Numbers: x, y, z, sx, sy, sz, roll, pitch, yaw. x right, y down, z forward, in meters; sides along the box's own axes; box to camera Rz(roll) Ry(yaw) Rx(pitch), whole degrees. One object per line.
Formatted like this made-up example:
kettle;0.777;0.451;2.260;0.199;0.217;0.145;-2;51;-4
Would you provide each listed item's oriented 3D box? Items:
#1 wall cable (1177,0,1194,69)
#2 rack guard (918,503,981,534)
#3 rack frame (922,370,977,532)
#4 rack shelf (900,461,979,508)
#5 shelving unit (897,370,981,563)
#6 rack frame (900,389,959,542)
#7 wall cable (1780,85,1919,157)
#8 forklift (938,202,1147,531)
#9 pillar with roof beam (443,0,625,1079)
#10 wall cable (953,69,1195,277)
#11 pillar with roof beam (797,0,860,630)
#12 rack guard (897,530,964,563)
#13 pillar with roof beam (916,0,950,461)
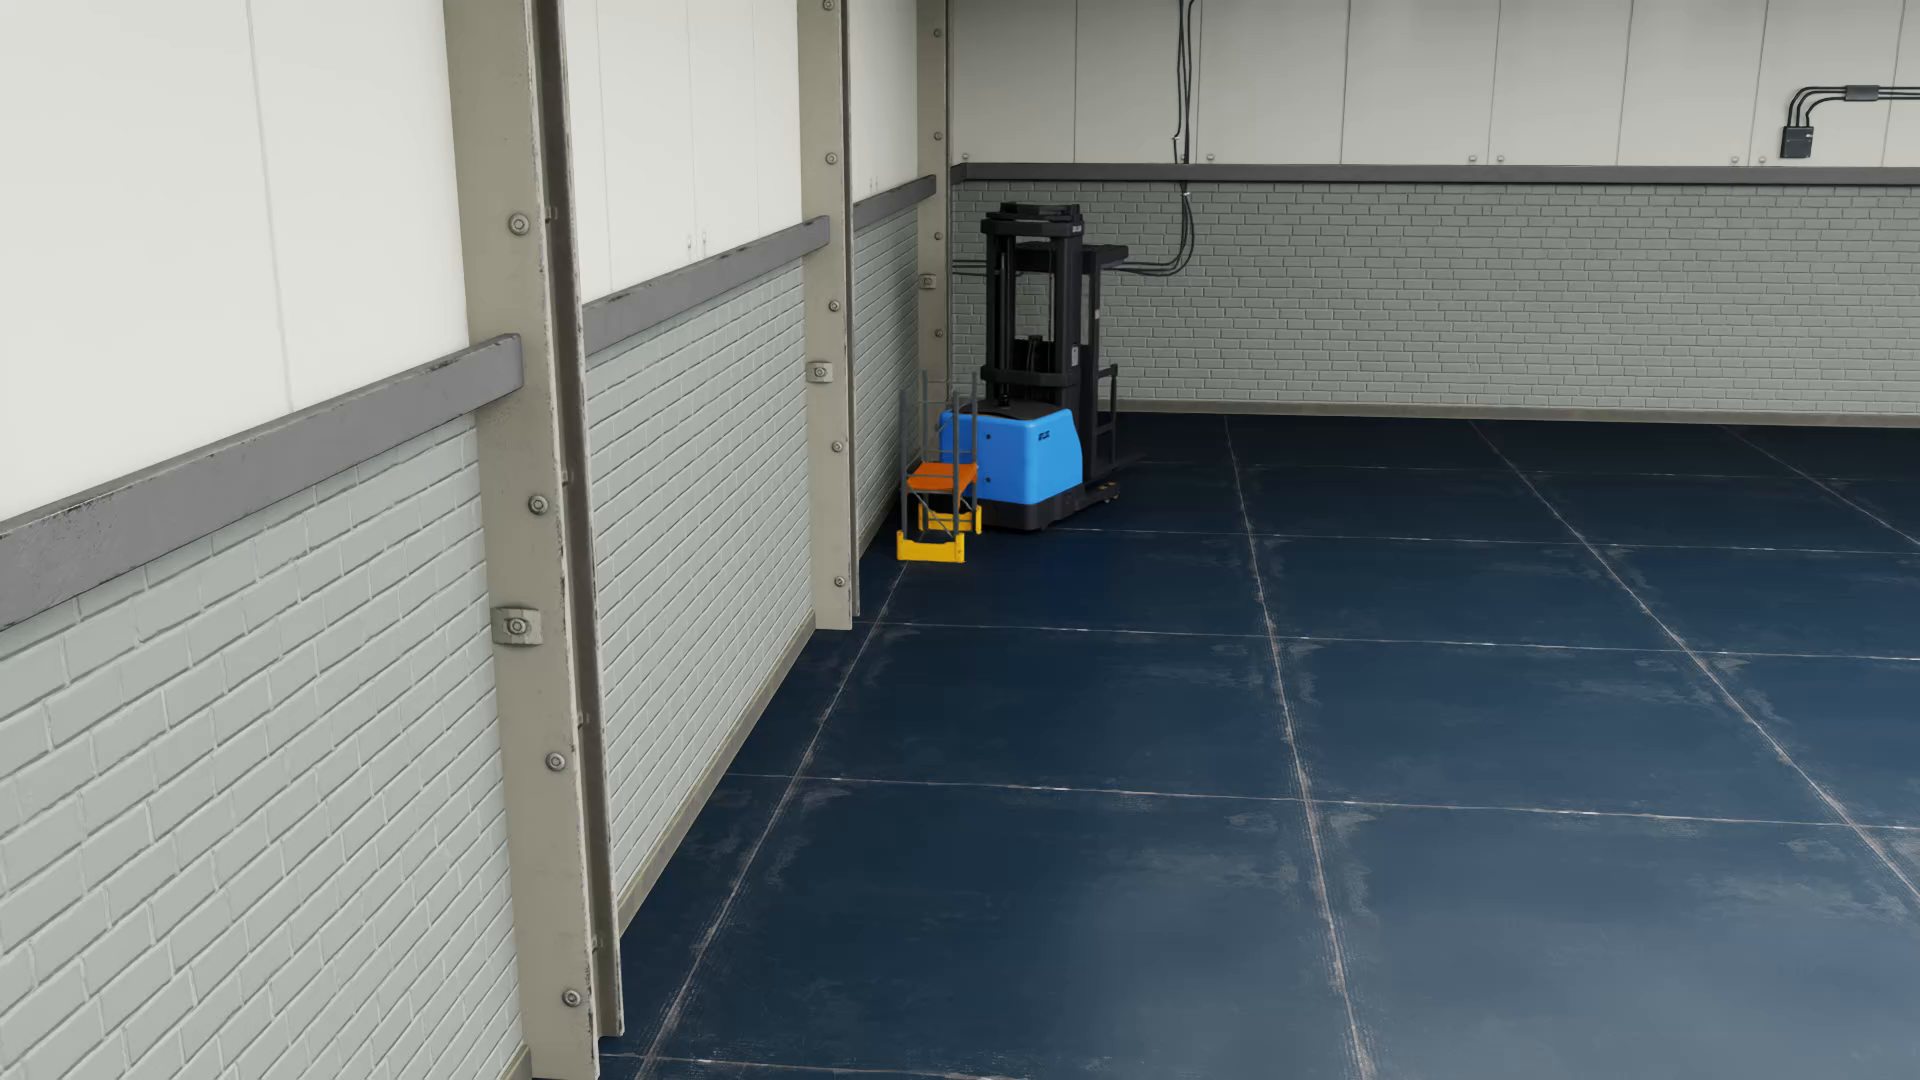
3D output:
wall cable;4.051;-6.857;19.554;3.097;2.526;0.112;2;15;6
rack guard;-0.095;-0.200;15.422;0.587;0.250;0.087;2;15;9
rack frame;-0.092;-0.808;15.278;0.500;1.500;0.032;2;15;9
rack shelf;-0.175;-0.504;14.841;0.538;0.185;1.000;2;15;9
shelving unit;-0.177;-0.675;14.785;0.587;1.500;1.083;2;15;9
rack frame;-0.259;-0.546;14.310;0.500;1.500;0.032;2;15;9
wall cable;10.794;-7.356;18.610;2.305;6.003;0.169;2;15;6
forklift;0.956;-1.835;16.333;1.130;2.935;3.031;8;17;28
pillar with roof beam;2.640;-2.033;5.442;9.100;9.000;0.400;2;15;6
wall cable;1.363;-4.499;20.508;3.097;2.526;0.112;2;15;6
pillar with roof beam;3.317;-3.590;11.197;9.100;9.000;0.400;2;15;6
rack guard;-0.258;0.057;14.474;0.587;0.250;0.087;2;15;9
pillar with roof beam;3.994;-5.146;16.952;9.100;9.000;0.400;2;15;6
